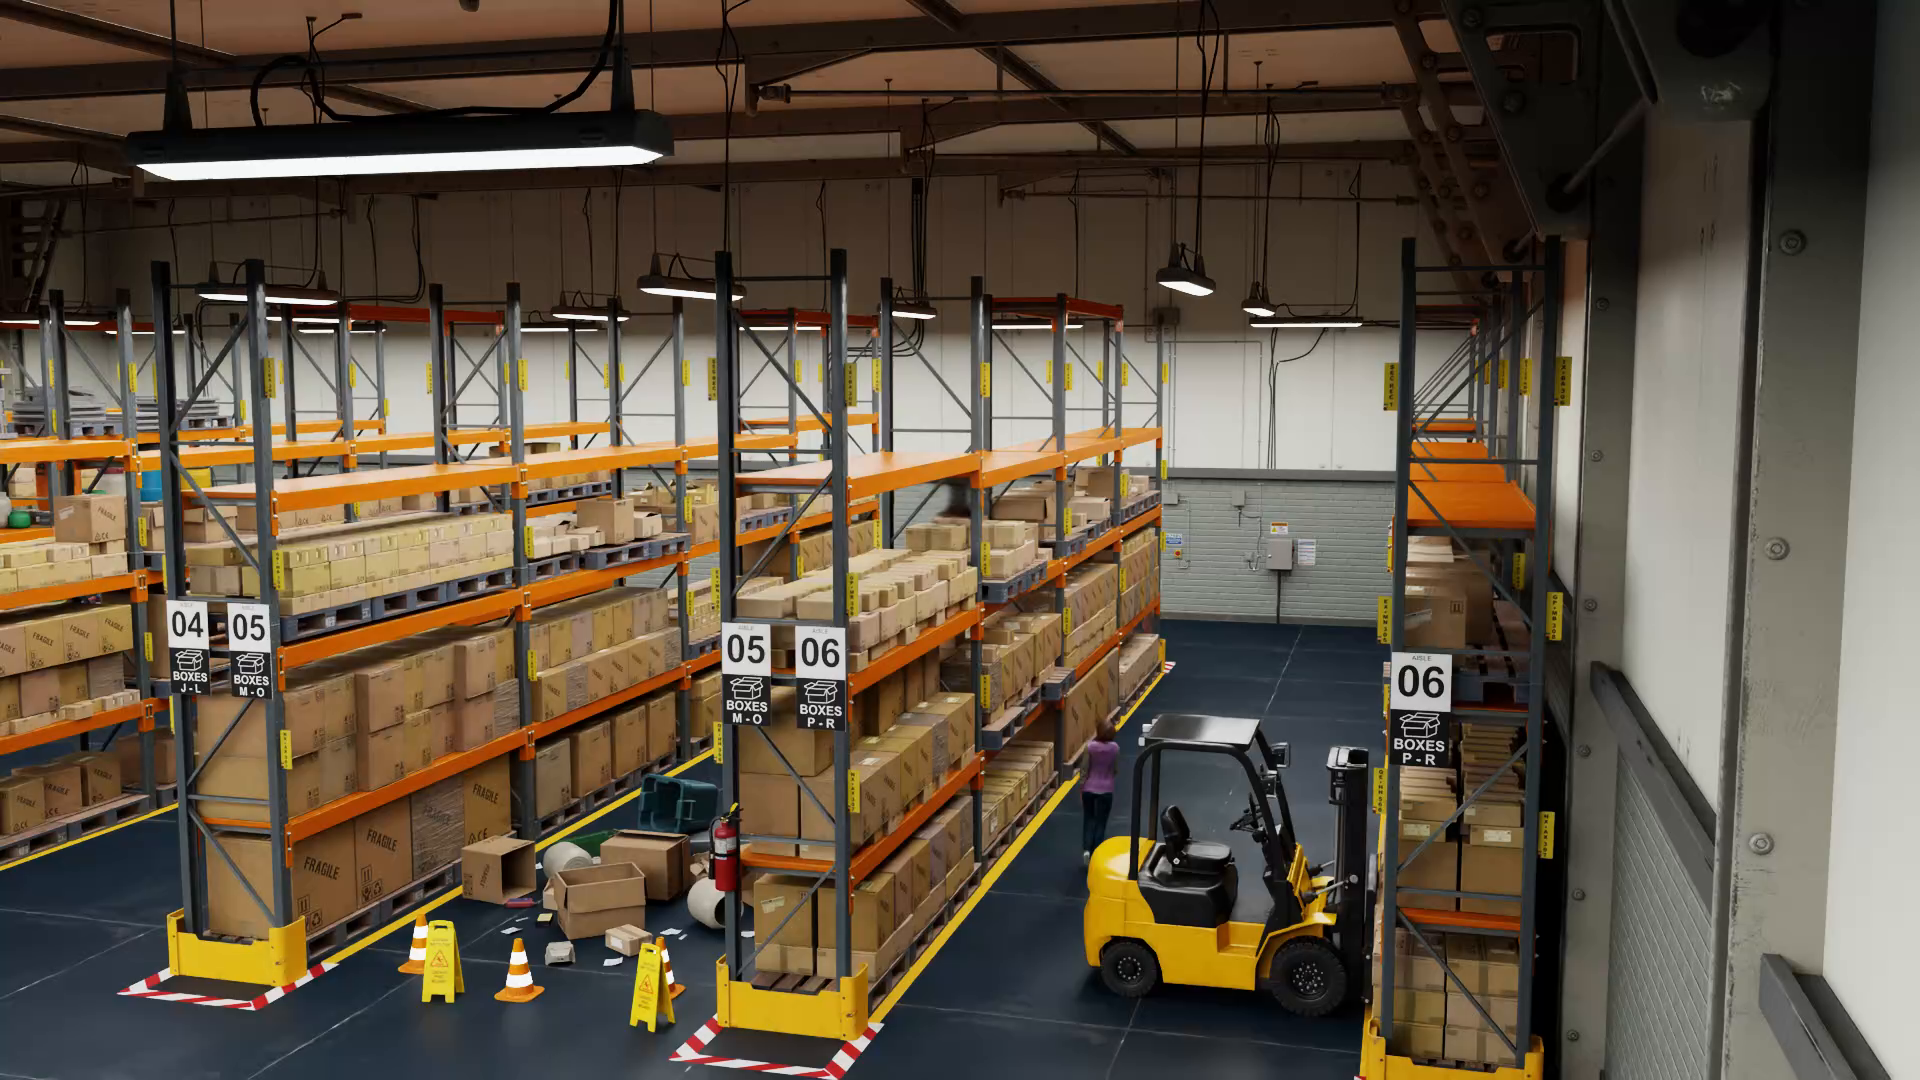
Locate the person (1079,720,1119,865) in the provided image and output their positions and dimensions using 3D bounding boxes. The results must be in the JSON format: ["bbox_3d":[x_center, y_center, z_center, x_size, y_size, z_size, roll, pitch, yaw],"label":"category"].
[{"bbox_3d":[1.432,2.586,16.983,0.414,1.584,0.578,2,6,19],"label":"person"}]

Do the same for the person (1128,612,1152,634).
[{"bbox_3d":[3.141,1.206,29.557,0.761,1.659,0.520,-5,8,-37],"label":"person"}]
